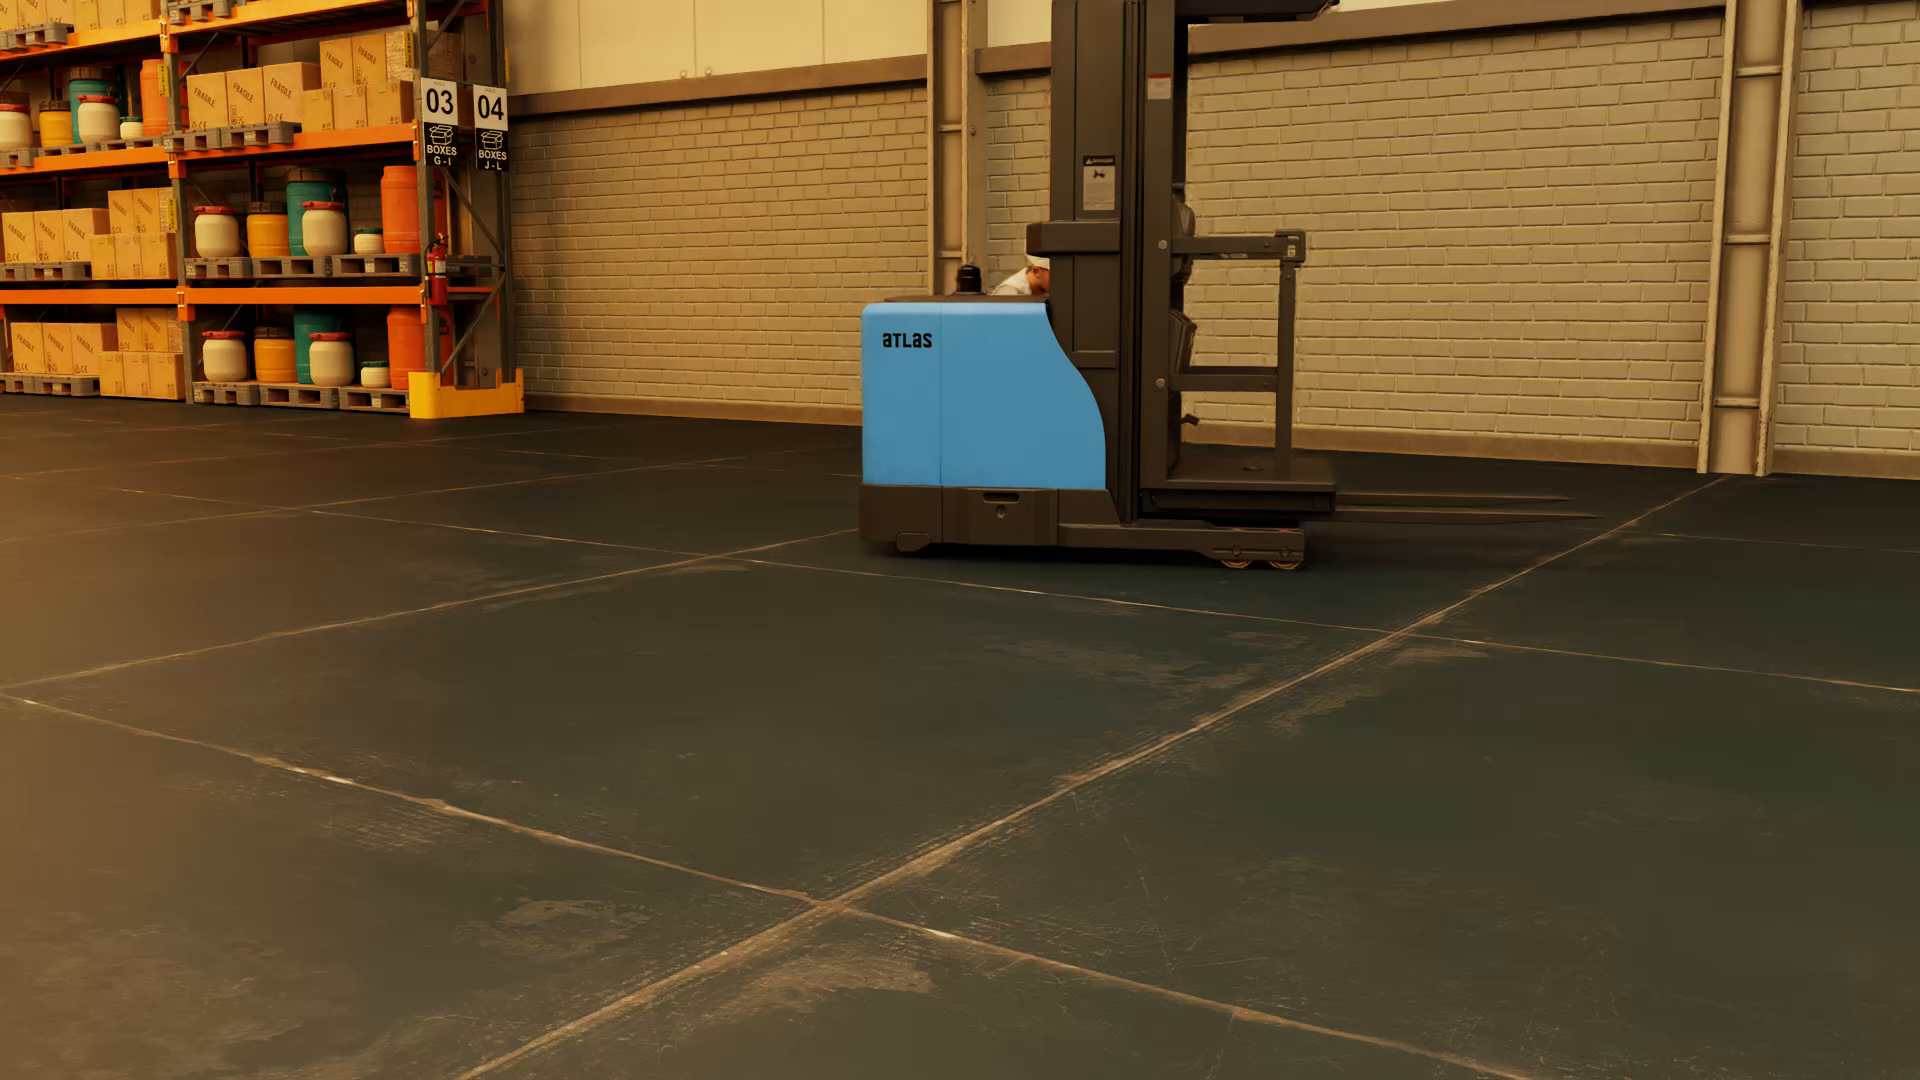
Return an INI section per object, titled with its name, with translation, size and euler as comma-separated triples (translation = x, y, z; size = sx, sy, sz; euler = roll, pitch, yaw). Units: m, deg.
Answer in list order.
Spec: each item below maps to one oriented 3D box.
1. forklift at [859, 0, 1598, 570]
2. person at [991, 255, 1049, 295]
[forklift]
translation = 1.137, -1.410, 7.109
size = 3.031, 2.935, 1.130
euler = 1, 8, 10
[person]
translation = 0.529, -0.812, 8.400
size = 0.843, 1.431, 1.311
euler = 7, 11, 42
